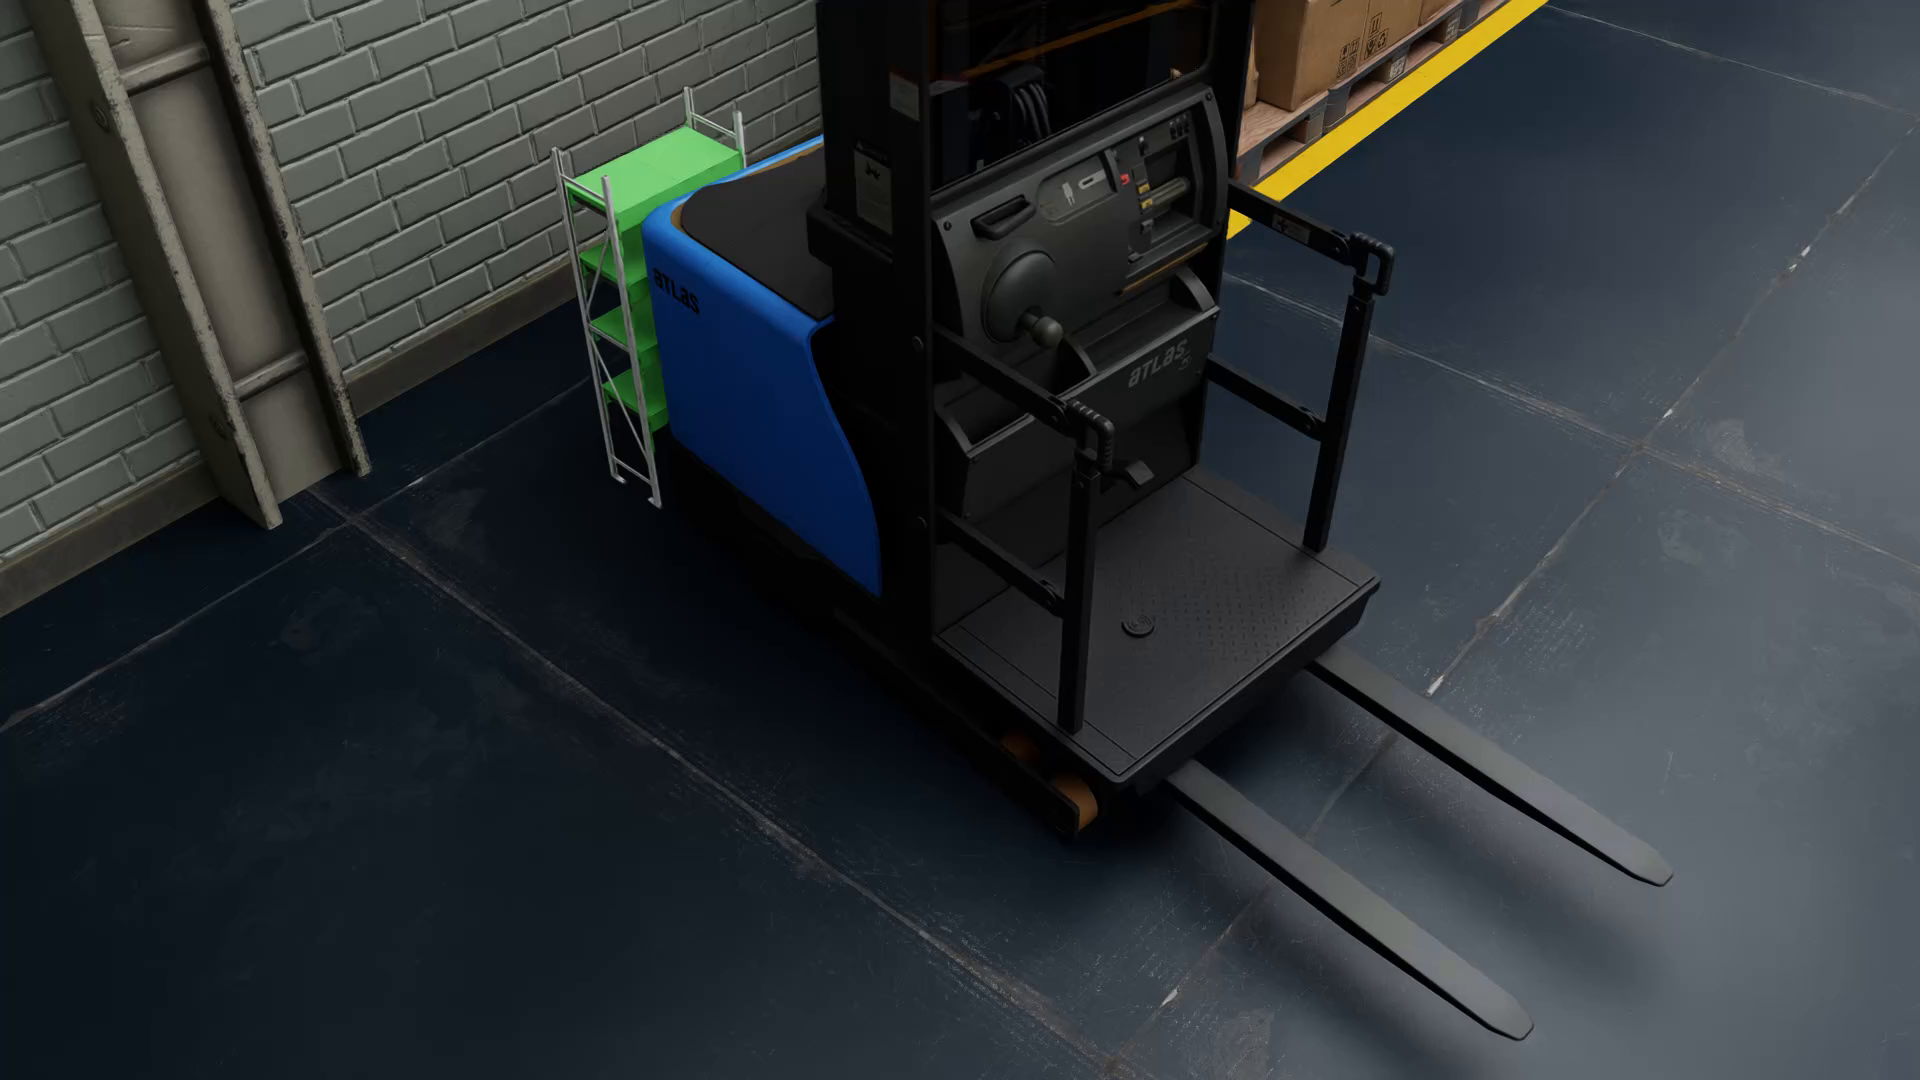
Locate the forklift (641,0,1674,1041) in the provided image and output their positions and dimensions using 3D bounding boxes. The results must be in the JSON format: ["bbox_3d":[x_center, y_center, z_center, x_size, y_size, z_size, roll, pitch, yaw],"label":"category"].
[{"bbox_3d":[0.457,-0.704,3.845,1.130,2.935,3.031,-32,51,-30],"label":"forklift"}]

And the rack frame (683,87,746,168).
[{"bbox_3d":[-0.729,-0.849,5.291,0.240,1.200,0.015,31,51,30],"label":"rack frame"}]

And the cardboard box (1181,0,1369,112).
[{"bbox_3d":[1.283,-2.234,7.023,0.700,0.500,0.500,32,51,30],"label":"cardboard box"}]

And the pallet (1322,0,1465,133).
[{"bbox_3d":[1.584,-2.349,7.677,1.003,0.211,1.213,29,50,28],"label":"pallet"}]

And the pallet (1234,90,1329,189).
[{"bbox_3d":[0.799,-1.724,6.989,1.003,0.211,1.213,29,50,28],"label":"pallet"}]

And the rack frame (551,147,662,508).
[{"bbox_3d":[-1.057,-0.605,5.024,0.240,1.200,0.015,31,51,30],"label":"rack frame"}]

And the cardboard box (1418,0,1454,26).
[{"bbox_3d":[1.952,-2.768,7.611,0.700,0.500,0.500,28,49,27],"label":"cardboard box"}]

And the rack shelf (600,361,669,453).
[{"bbox_3d":[-0.893,-0.502,5.362,0.258,0.148,0.480,31,51,30],"label":"rack shelf"}]

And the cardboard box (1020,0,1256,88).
[{"bbox_3d":[0.704,-1.811,6.556,0.797,0.503,0.637,28,49,27],"label":"cardboard box"}]

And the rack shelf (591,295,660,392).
[{"bbox_3d":[-0.893,-0.680,5.200,0.258,0.148,0.480,31,51,30],"label":"rack shelf"}]

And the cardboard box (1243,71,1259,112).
[{"bbox_3d":[1.007,-1.882,6.897,0.380,0.149,0.250,28,49,27],"label":"cardboard box"}]

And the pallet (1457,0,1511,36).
[{"bbox_3d":[2.369,-2.980,8.371,1.003,0.211,1.213,29,50,28],"label":"pallet"}]

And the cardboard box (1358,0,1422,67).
[{"bbox_3d":[1.700,-2.462,7.274,0.500,0.500,0.500,30,50,29],"label":"cardboard box"}]

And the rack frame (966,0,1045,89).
[{"bbox_3d":[0.237,-2.306,5.556,1.000,3.000,0.127,29,50,28],"label":"rack frame"}]

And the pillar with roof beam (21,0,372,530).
[{"bbox_3d":[1.107,-1.663,0.390,9.100,9.000,0.400,29,50,28],"label":"pillar with roof beam"}]

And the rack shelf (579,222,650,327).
[{"bbox_3d":[-0.893,-0.857,5.039,0.258,0.148,0.480,31,51,30],"label":"rack shelf"}]

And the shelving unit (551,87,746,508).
[{"bbox_3d":[-0.893,-0.727,5.157,0.258,1.200,0.503,31,51,30],"label":"shelving unit"}]

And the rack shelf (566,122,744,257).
[{"bbox_3d":[-0.893,-1.035,4.878,0.258,0.148,0.480,31,51,30],"label":"rack shelf"}]
